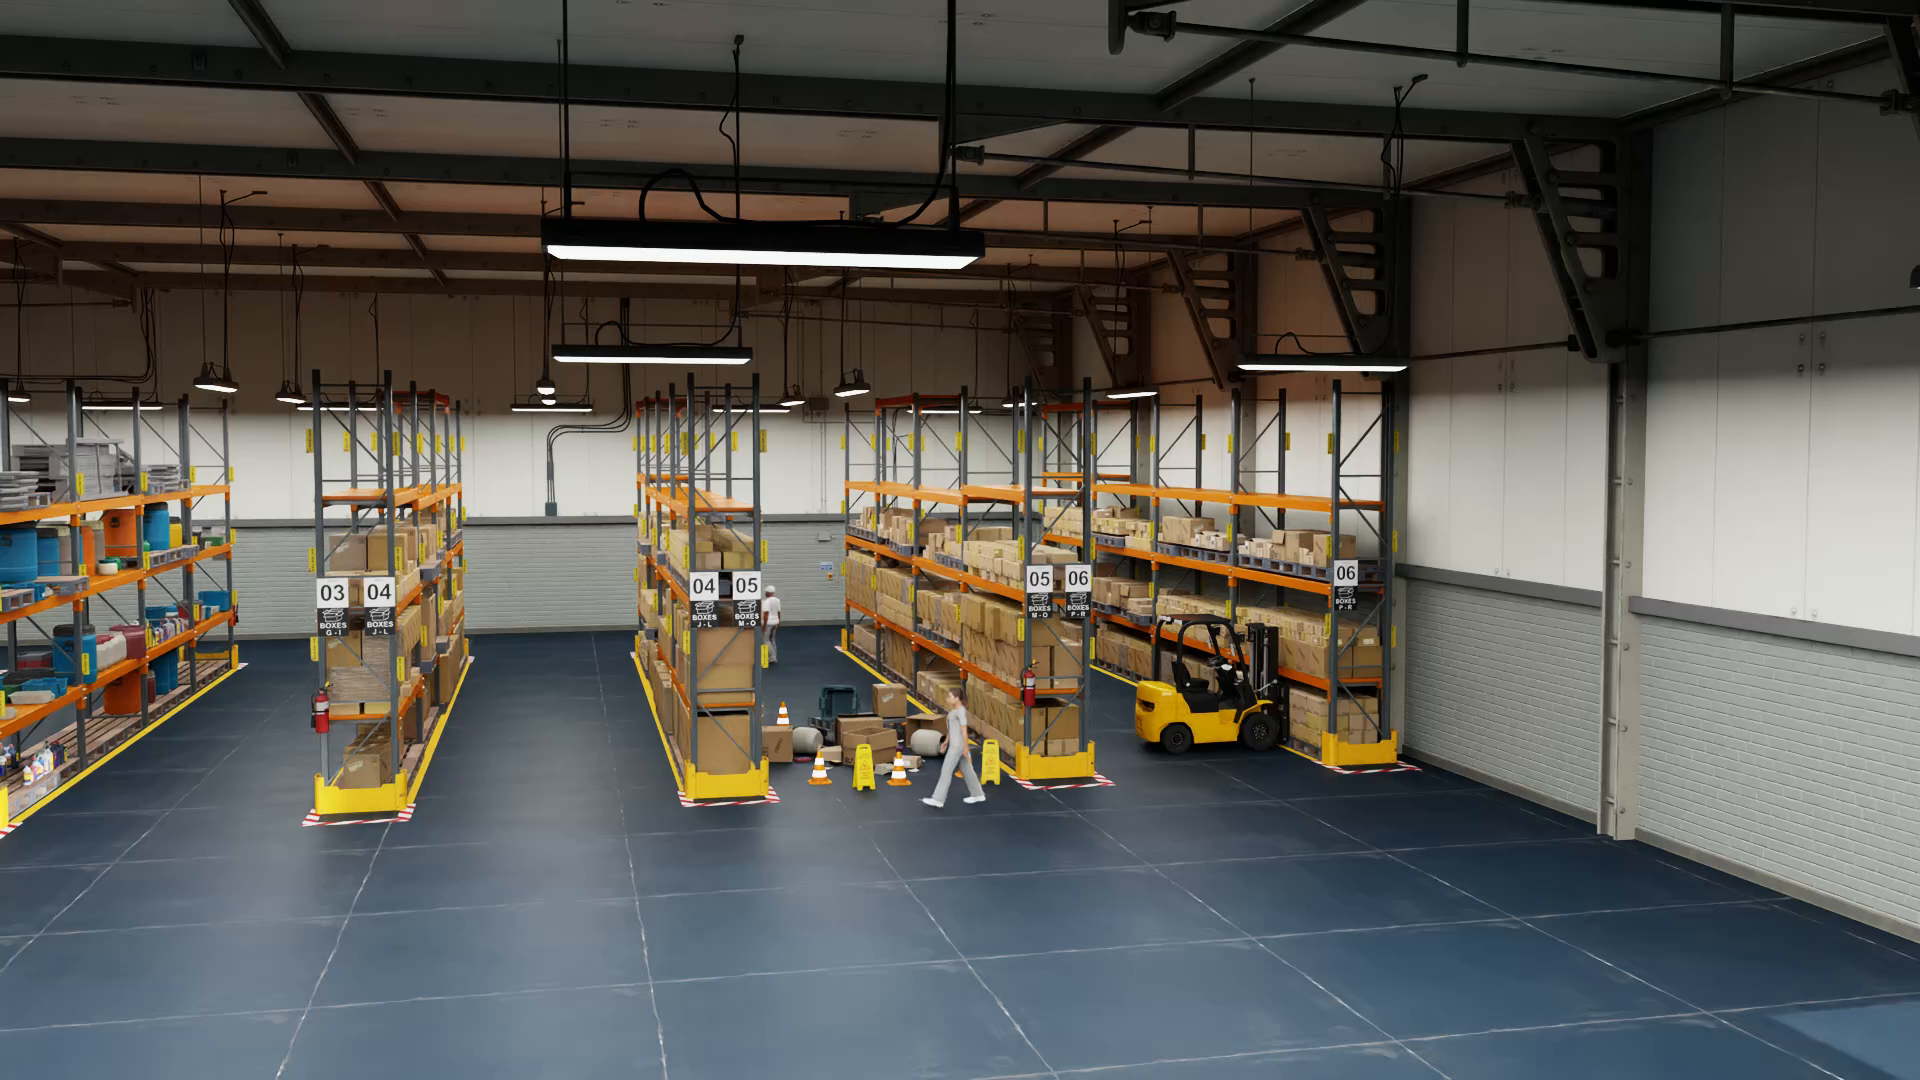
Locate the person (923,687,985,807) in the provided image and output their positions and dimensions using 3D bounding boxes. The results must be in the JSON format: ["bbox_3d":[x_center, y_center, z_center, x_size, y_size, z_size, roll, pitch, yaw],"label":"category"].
[{"bbox_3d":[-0.083,2.848,22.999,0.892,1.641,0.462,0,3,-4],"label":"person"}]

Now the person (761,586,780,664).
[{"bbox_3d":[-4.318,1.952,37.987,0.429,1.818,0.623,2,4,31],"label":"person"}]
